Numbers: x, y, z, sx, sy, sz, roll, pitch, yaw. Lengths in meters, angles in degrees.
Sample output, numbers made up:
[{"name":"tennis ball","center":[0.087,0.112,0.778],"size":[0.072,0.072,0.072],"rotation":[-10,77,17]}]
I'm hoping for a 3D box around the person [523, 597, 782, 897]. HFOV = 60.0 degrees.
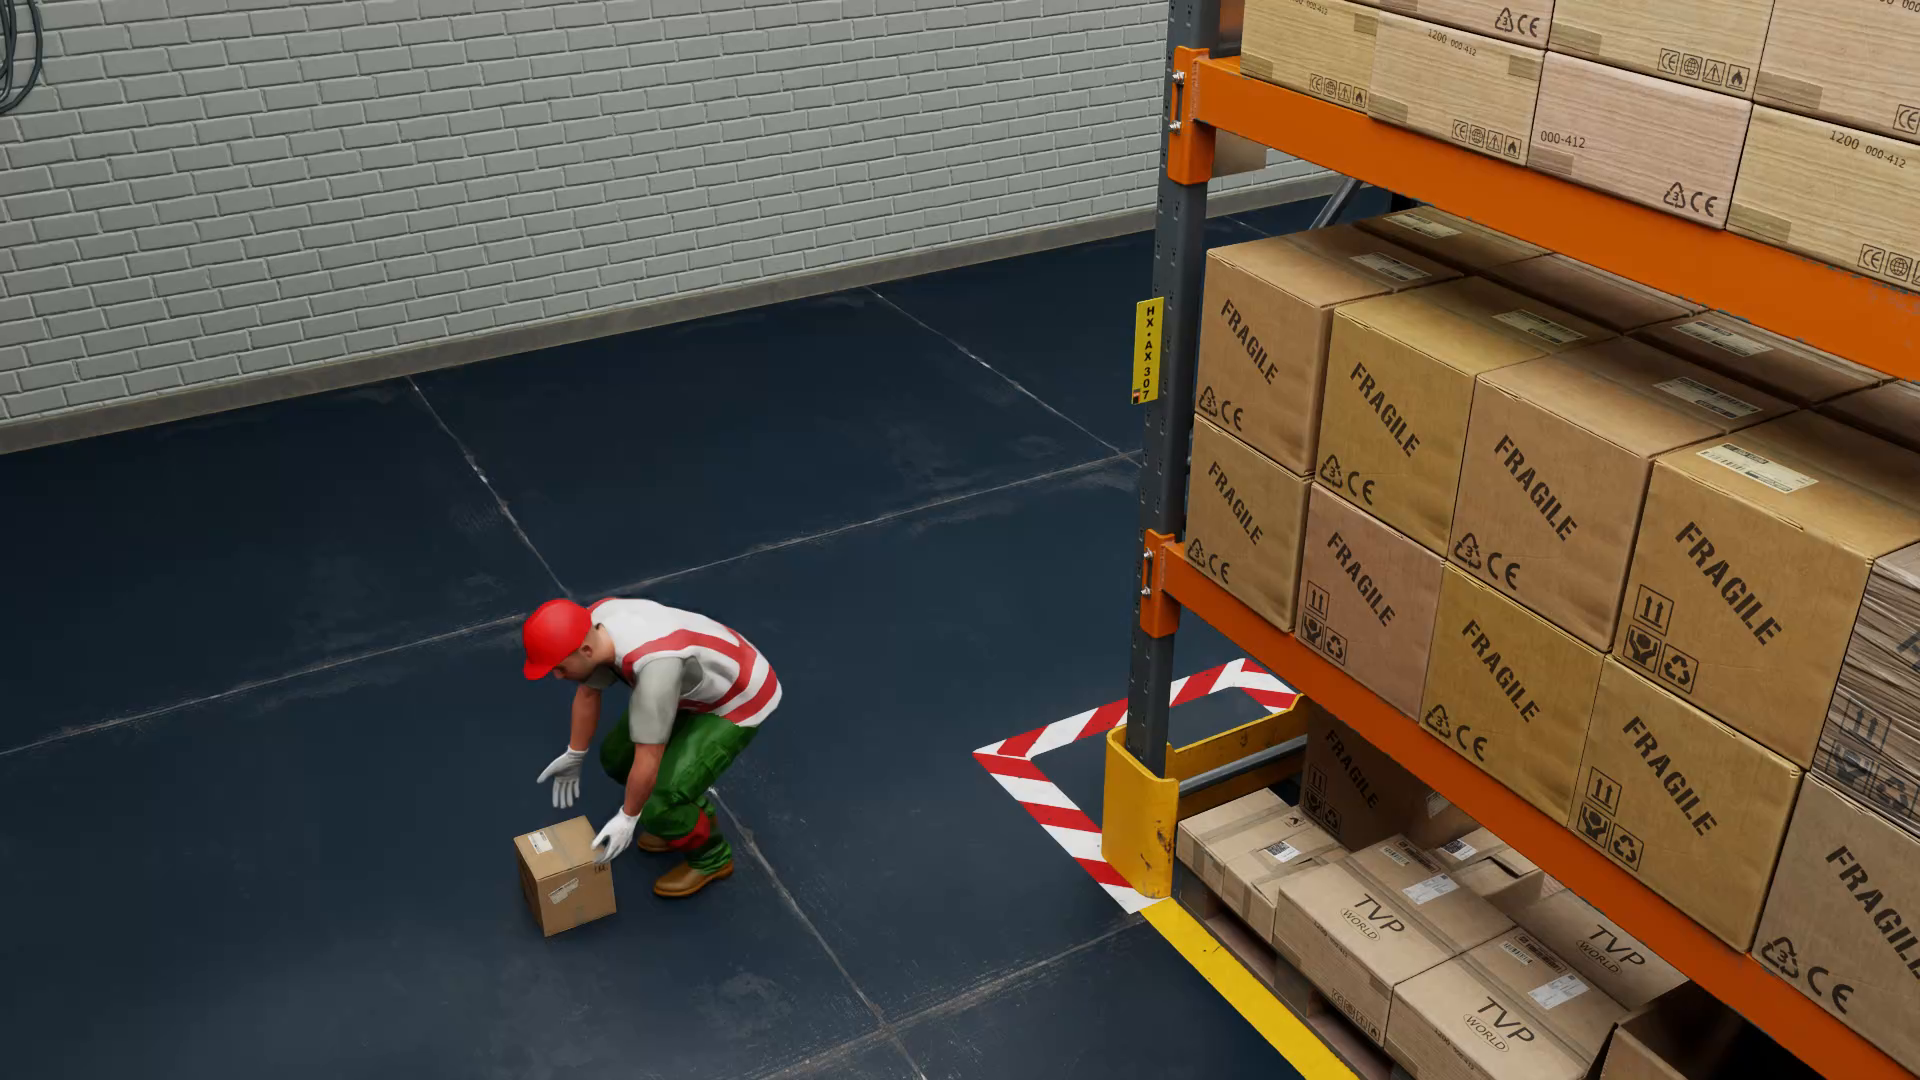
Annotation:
[{"name":"person","center":[-0.996,0.642,5.542],"size":[0.845,1.201,0.585],"rotation":[-16,32,-26]}]
